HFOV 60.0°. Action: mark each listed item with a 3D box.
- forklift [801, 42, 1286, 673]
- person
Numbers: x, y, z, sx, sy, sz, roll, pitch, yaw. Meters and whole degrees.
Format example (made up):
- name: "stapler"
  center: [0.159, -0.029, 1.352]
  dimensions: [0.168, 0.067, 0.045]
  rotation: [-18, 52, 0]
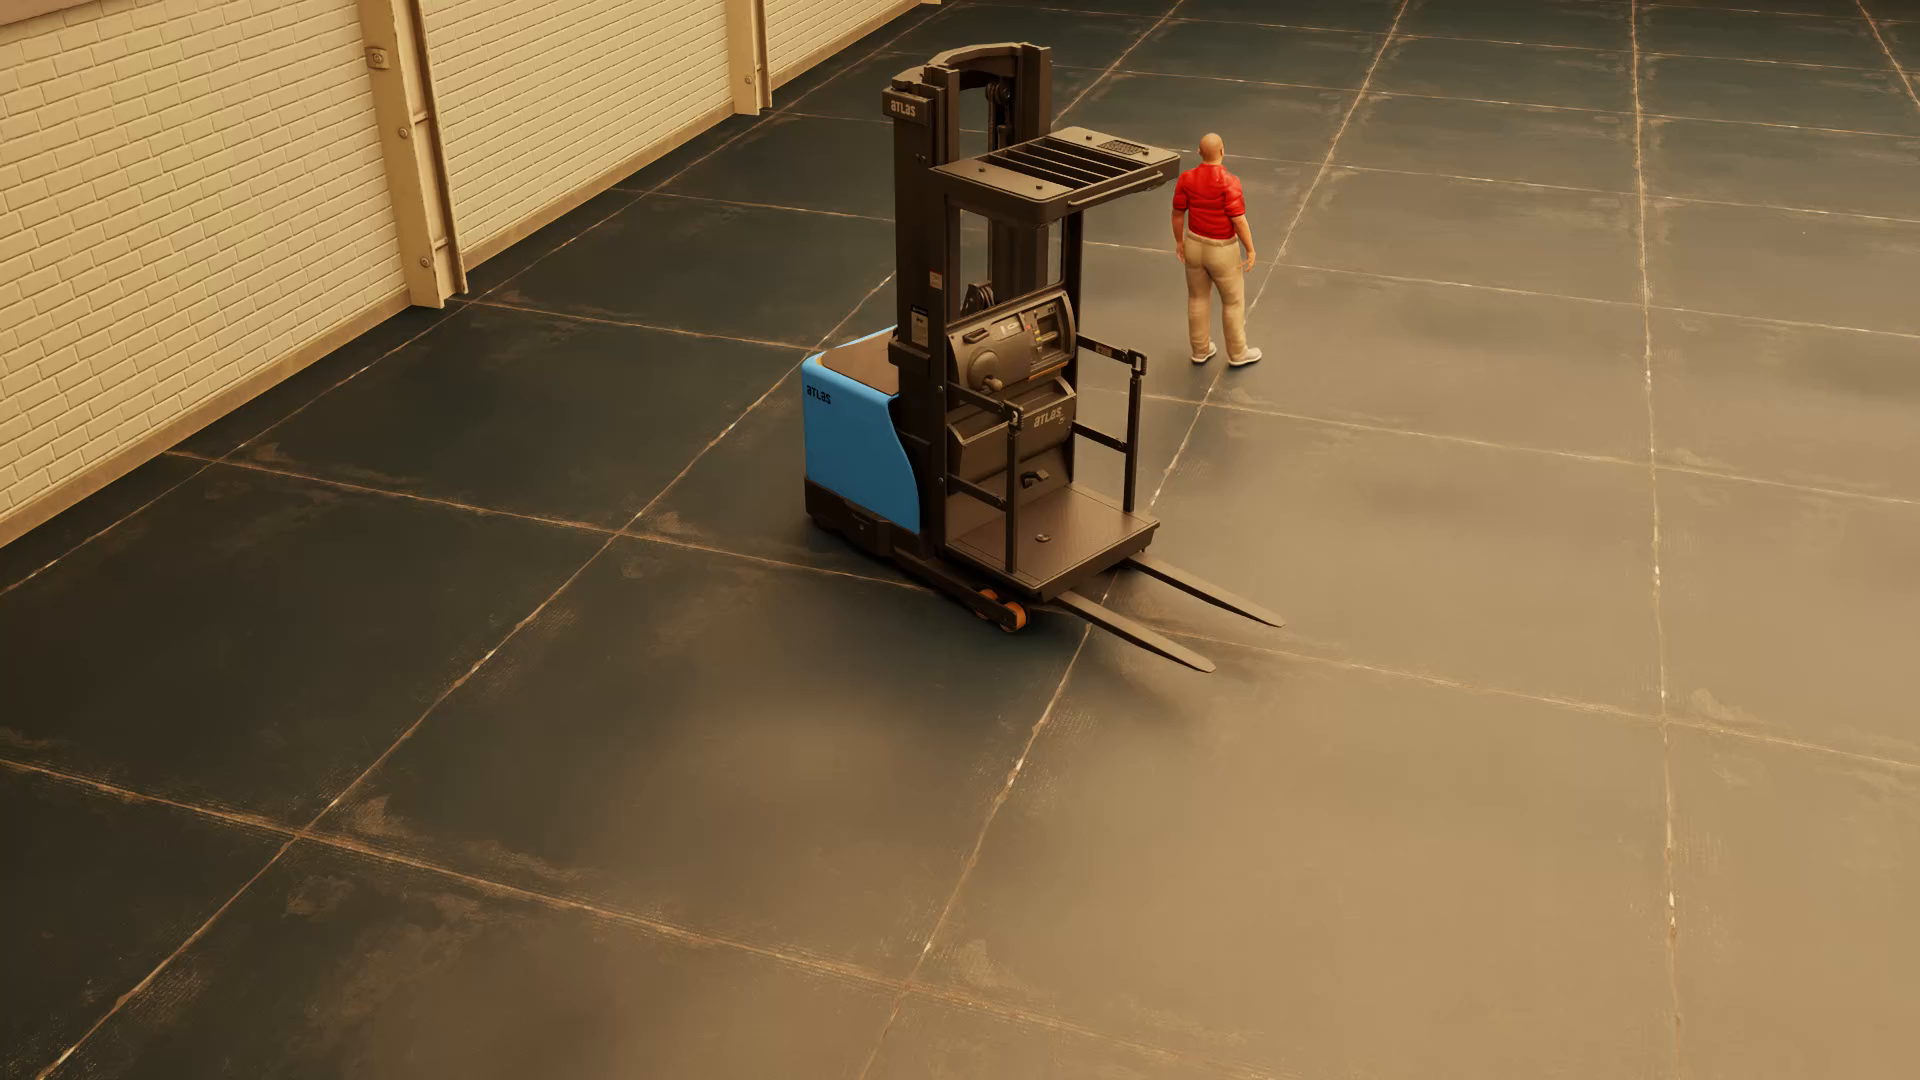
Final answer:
- name: "forklift"
  center: [0.441, -1.053, 8.984]
  dimensions: [1.130, 2.935, 3.031]
  rotation: [-26, 39, -38]
- name: "person"
  center: [1.874, -2.115, 12.044]
  dimensions: [0.641, 1.728, 0.550]
  rotation: [20, 35, 30]
